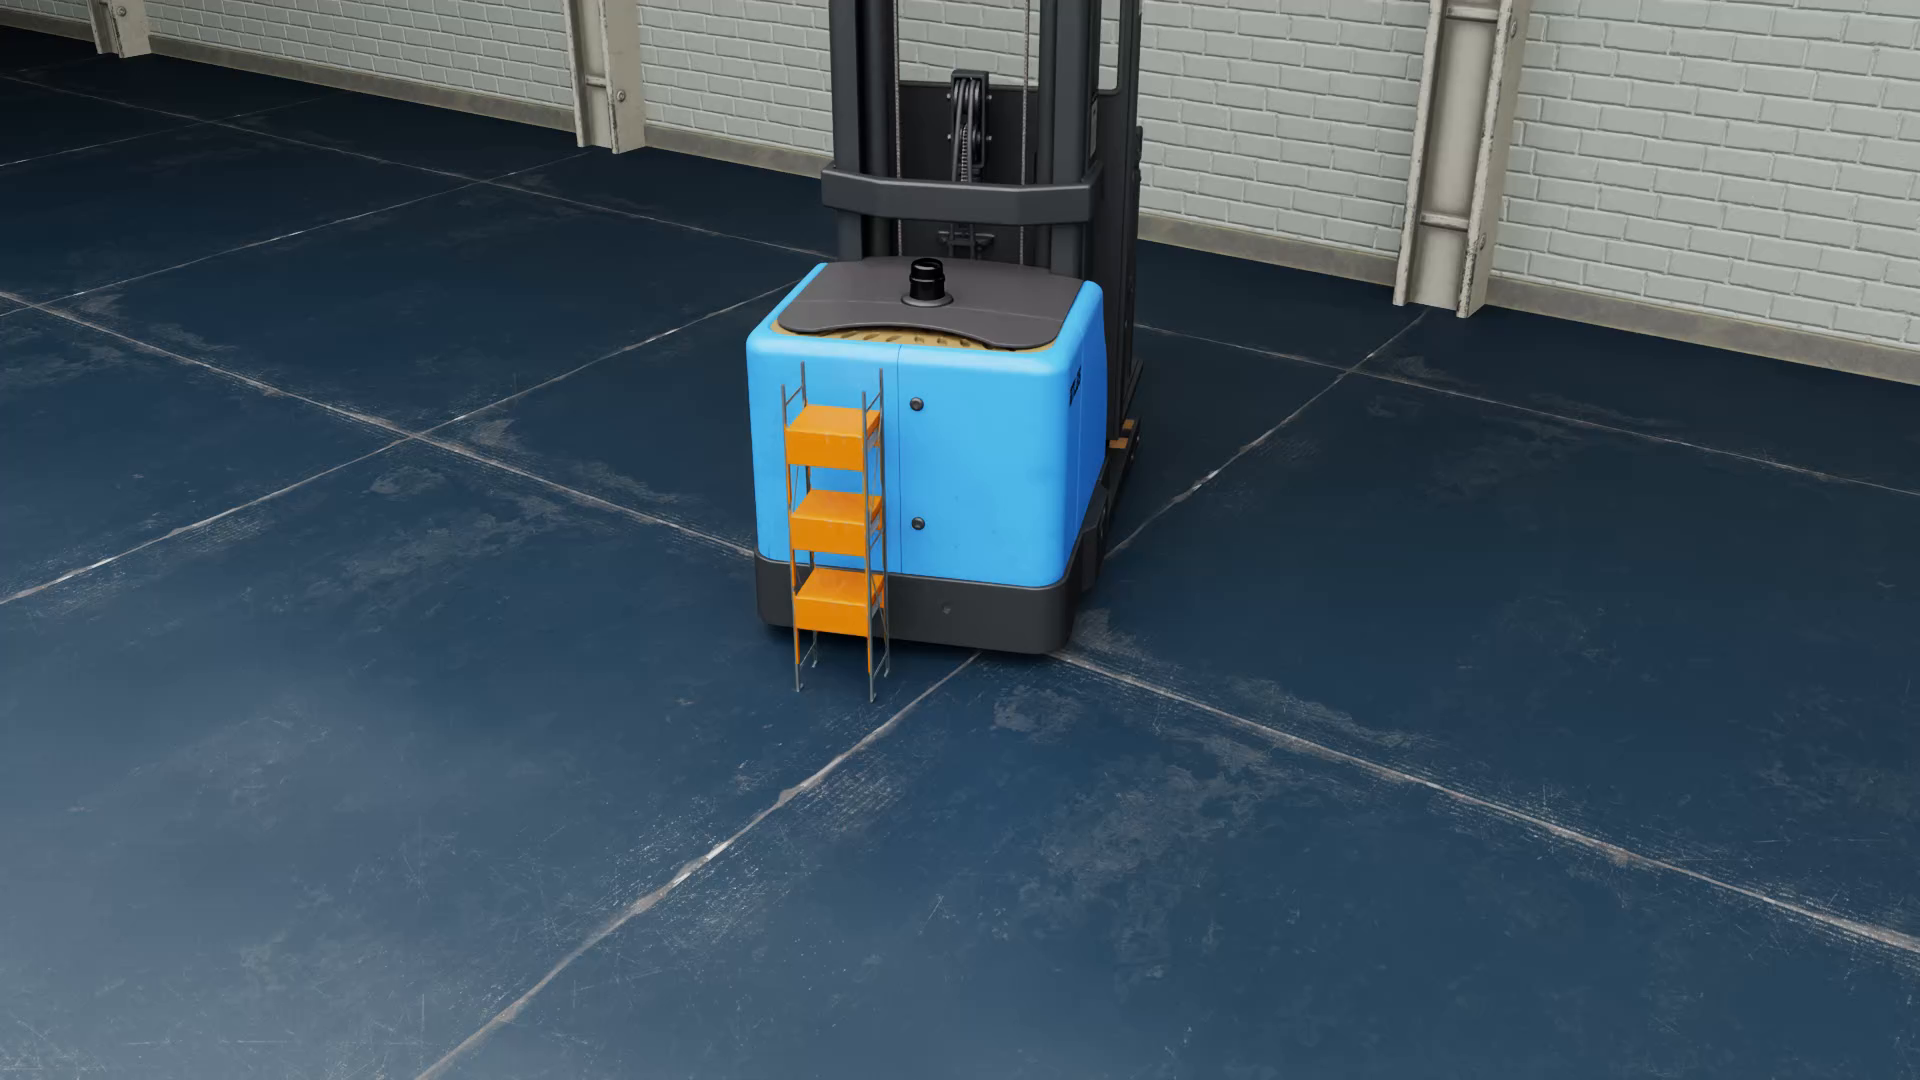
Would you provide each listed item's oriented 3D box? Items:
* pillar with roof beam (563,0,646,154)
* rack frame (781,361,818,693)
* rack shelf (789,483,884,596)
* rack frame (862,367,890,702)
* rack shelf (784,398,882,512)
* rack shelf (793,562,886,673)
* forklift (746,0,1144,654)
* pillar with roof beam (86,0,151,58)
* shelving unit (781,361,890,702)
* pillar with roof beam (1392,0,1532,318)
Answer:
[{"bbox_3d":[-4.881,-5.179,6.505,0.400,9.000,9.100,17,32,30],"label":"pillar with roof beam"},{"bbox_3d":[-0.493,-0.026,5.144,0.008,1.050,0.200,6,28,12],"label":"rack frame"},{"bbox_3d":[-0.374,-0.004,5.124,0.240,0.259,0.215,6,28,12],"label":"rack shelf"},{"bbox_3d":[-0.256,-0.001,5.094,0.008,1.050,0.200,6,28,12],"label":"rack frame"},{"bbox_3d":[-0.374,-0.257,4.995,0.240,0.259,0.215,6,28,12],"label":"rack shelf"},{"bbox_3d":[-0.374,0.244,5.250,0.240,0.259,0.215,6,28,12],"label":"rack shelf"},{"bbox_3d":[0.136,-1.585,6.134,1.130,2.935,3.031,6,28,11],"label":"forklift"},{"bbox_3d":[-9.826,-6.720,9.532,0.400,9.000,9.100,17,32,30],"label":"pillar with roof beam"},{"bbox_3d":[-0.374,-0.013,5.119,0.252,1.050,0.215,6,28,12],"label":"shelving unit"},{"bbox_3d":[0.065,-3.638,3.477,0.400,9.000,9.100,17,32,30],"label":"pillar with roof beam"}]
